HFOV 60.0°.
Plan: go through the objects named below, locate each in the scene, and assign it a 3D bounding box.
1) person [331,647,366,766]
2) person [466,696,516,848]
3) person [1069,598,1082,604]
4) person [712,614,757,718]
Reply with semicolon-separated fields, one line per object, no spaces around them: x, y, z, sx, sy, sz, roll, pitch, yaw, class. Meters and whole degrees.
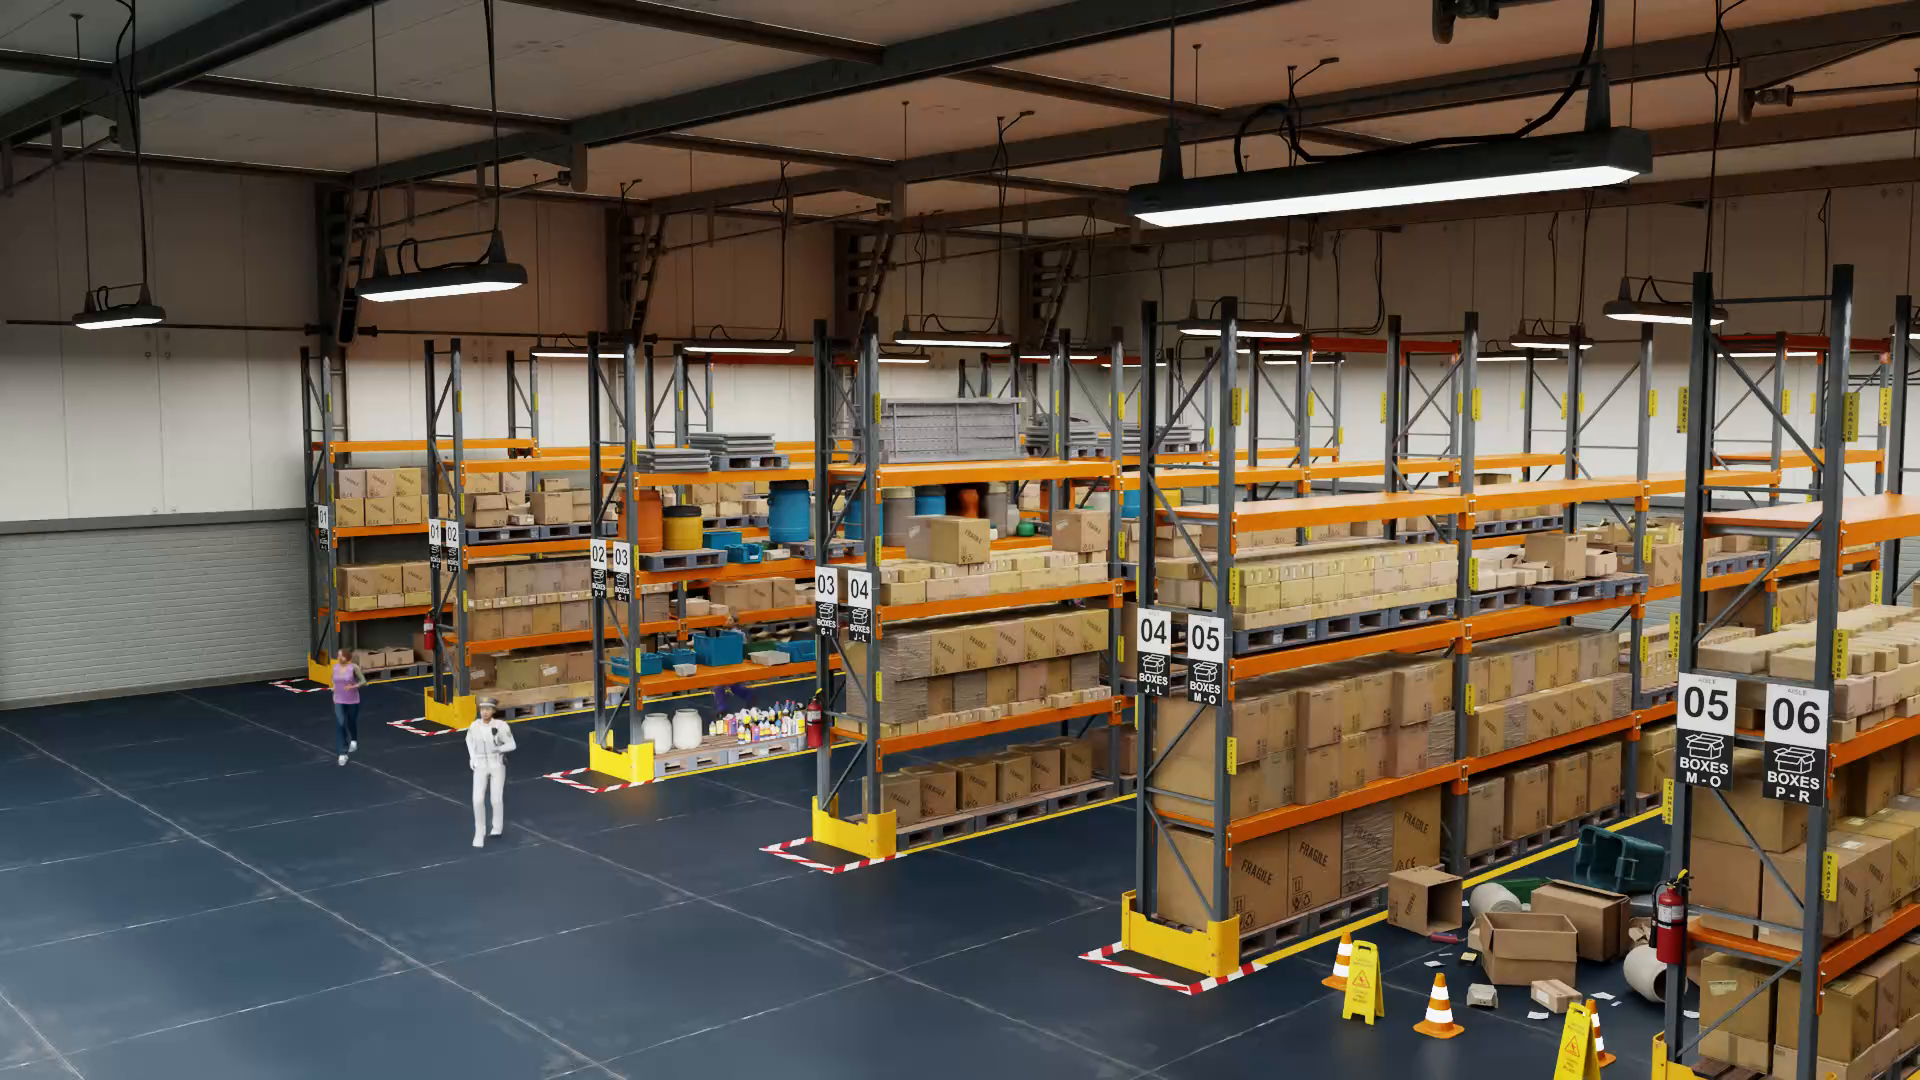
-8.622;2.305;23.441;0.524;1.613;0.820;-1;5;-8;person
-5.395;2.648;19.095;0.602;1.743;0.700;0;5;-5;person
2.094;1.447;32.675;0.566;1.684;0.956;4;7;41;person
-3.596;1.968;26.193;0.620;1.608;0.813;4;6;39;person
